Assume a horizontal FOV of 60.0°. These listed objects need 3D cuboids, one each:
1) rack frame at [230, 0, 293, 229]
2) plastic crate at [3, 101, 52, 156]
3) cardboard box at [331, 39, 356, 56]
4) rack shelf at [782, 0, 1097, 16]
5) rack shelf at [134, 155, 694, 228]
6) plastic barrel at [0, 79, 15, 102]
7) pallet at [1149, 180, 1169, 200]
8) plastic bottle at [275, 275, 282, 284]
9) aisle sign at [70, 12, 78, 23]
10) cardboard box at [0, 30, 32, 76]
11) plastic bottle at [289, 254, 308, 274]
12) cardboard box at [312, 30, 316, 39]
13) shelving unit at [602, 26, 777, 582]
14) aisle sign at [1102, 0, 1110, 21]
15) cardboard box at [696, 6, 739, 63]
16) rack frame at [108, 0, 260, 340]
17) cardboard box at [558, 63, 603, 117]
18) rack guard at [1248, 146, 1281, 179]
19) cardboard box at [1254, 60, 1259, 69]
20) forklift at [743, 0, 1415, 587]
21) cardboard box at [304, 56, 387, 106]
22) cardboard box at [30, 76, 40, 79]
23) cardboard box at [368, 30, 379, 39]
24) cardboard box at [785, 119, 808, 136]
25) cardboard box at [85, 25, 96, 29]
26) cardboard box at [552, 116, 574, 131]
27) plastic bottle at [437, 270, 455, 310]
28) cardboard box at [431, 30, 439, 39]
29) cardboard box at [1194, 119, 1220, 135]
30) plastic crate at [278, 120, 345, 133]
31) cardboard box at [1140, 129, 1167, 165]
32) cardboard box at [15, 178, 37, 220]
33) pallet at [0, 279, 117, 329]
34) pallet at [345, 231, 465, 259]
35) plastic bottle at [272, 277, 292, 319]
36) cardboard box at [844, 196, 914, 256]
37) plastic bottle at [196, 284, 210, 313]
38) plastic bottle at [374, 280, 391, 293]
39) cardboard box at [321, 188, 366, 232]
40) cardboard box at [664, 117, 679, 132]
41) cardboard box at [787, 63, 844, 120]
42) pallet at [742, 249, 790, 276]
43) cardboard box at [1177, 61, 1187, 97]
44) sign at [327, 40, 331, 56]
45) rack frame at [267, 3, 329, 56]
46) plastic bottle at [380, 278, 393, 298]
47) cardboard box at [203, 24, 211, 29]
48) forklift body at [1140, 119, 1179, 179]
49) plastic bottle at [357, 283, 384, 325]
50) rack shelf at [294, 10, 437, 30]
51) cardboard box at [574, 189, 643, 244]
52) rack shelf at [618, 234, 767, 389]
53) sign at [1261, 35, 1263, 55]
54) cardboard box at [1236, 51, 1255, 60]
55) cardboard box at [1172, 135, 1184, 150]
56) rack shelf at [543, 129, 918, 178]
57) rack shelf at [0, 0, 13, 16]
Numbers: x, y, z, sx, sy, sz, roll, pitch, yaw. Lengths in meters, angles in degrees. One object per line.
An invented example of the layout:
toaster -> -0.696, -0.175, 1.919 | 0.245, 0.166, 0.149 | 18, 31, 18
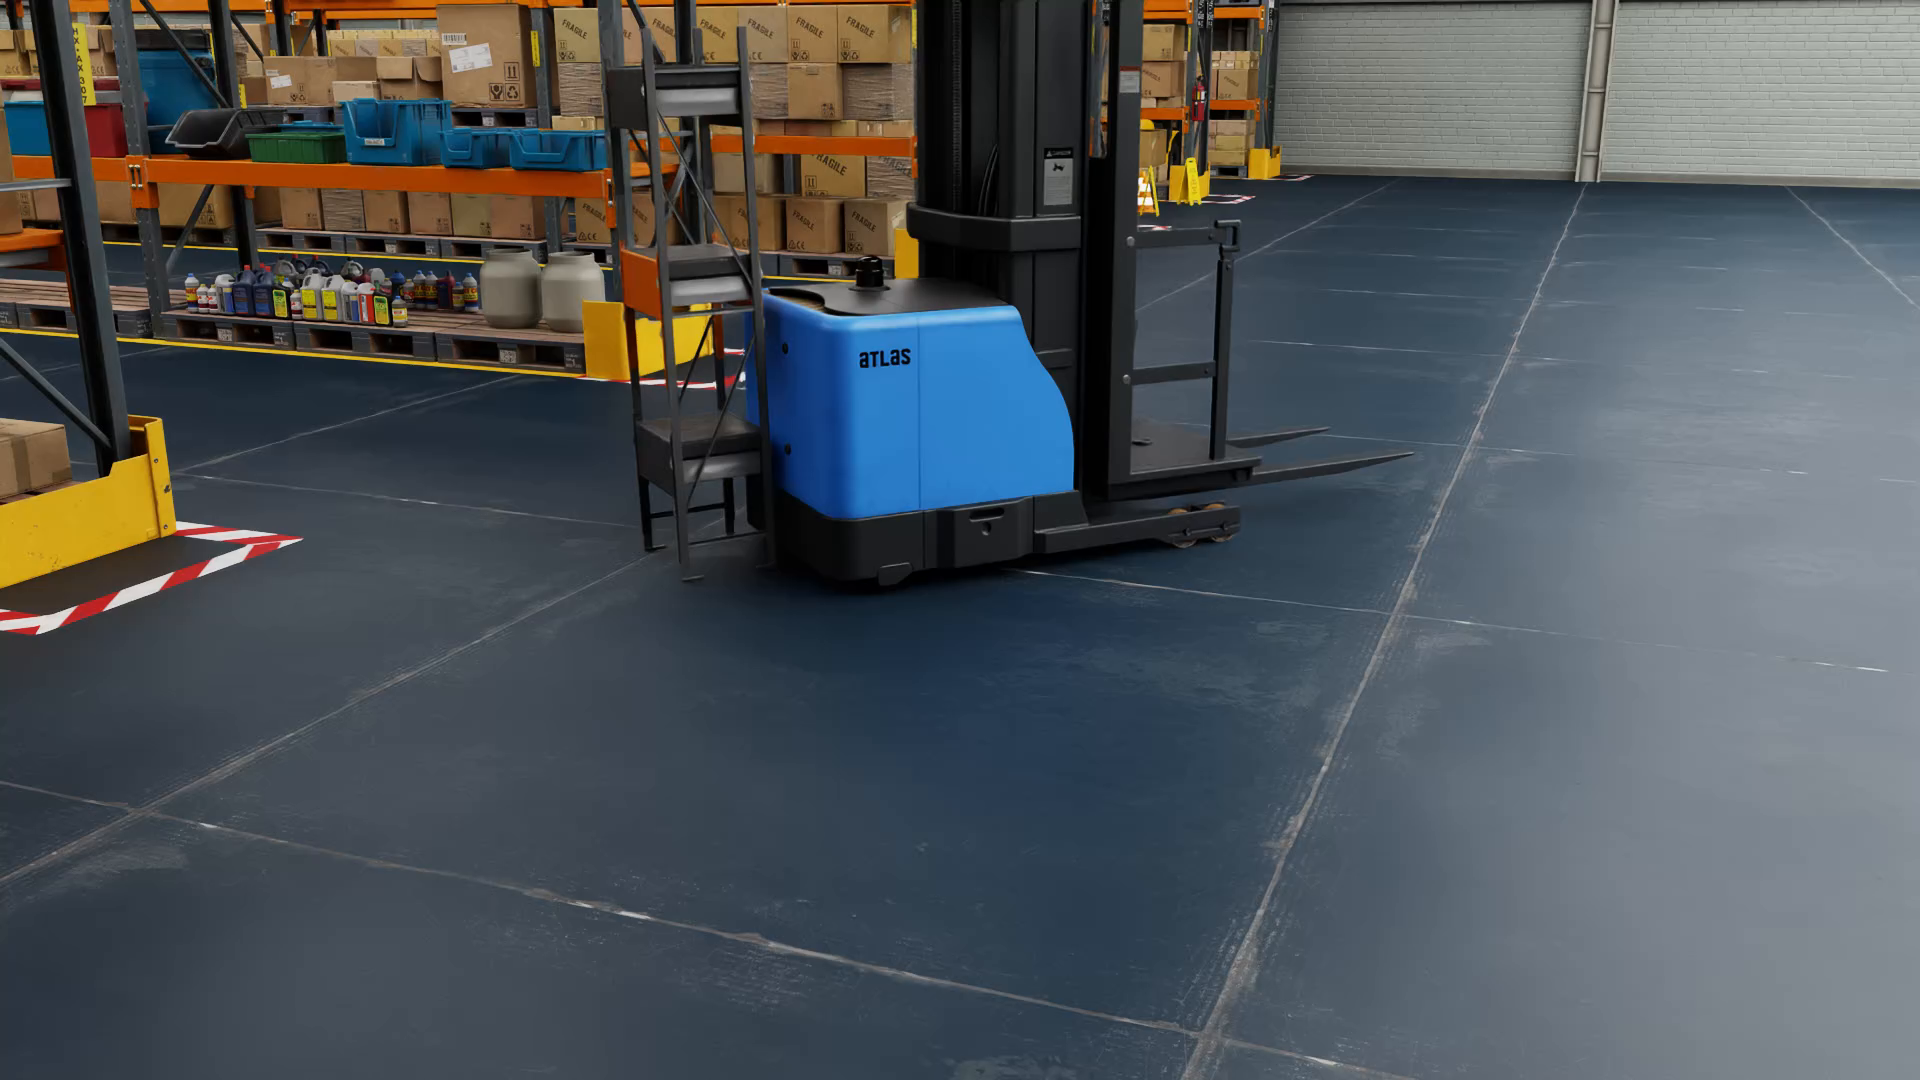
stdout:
rack frame -> -7.617, -4.738, 18.115 | 0.127, 3.000, 1.000 | 6, 17, 21
plastic crate -> -6.854, -3.069, 12.394 | 0.575, 0.384, 0.392 | 6, 17, 21
cardboard box -> -10.598, -8.481, 29.035 | 0.500, 0.500, 0.500 | 6, 17, 19
rack shelf -> -0.122, -6.496, 20.079 | 4.000, 0.370, 1.077 | 6, 17, 21
rack shelf -> -3.853, -2.495, 11.677 | 4.000, 0.370, 1.077 | 6, 17, 21
plastic barrel -> -7.608, -3.384, 13.206 | 0.433, 0.535, 0.433 | 0, 16, 0
pallet -> 2.647, -5.251, 24.883 | 1.213, 0.211, 1.003 | 6, 17, 21
plastic bottle -> -4.936, -1.772, 12.002 | 0.097, 0.271, 0.097 | 0, 16, 0
aisle sign -> -13.323, -8.011, 24.725 | 0.004, 0.787, 0.394 | 6, 17, 21
cardboard box -> -10.741, -5.614, 19.153 | 0.637, 0.503, 0.797 | 6, 17, 19
plastic bottle -> -5.009, -1.993, 12.620 | 0.185, 0.351, 0.144 | 6, 17, 19
cardboard box -> -11.195, -8.859, 29.171 | 0.250, 0.149, 0.380 | 7, 17, 22
shelving unit -> -1.063, -0.930, 6.591 | 0.431, 2.100, 0.503 | -10, 19, -26
aisle sign -> 1.695, -6.360, 19.037 | 0.004, 0.787, 0.394 | 6, 17, 21
cardboard box -> -2.171, -4.738, 15.608 | 0.500, 0.500, 0.500 | 6, 17, 21
rack frame -> -5.714, -3.045, 12.281 | 0.127, 3.000, 1.000 | 6, 17, 21
cardboard box -> -3.500, -4.458, 16.437 | 0.500, 0.500, 0.875 | 6, 17, 21
rack guard -> 5.301, -6.575, 28.926 | 0.348, 0.500, 1.175 | 6, 17, 21
cardboard box -> 5.058, -8.239, 28.832 | 0.250, 0.149, 0.380 | 6, 17, 19
forklift -> 0.633, -1.494, 7.063 | 3.031, 2.935, 1.130 | -8, 18, -26
cardboard box -> -6.544, -4.912, 17.781 | 0.500, 0.500, 0.700 | 9, 19, 29
cardboard box -> -10.069, -4.981, 18.772 | 0.500, 0.500, 0.500 | 6, 17, 19
cardboard box -> -9.993, -8.722, 28.701 | 0.250, 0.149, 0.380 | 6, 17, 21
cardboard box -> -1.444, -3.879, 15.605 | 0.250, 0.149, 0.380 | 6, 17, 21
cardboard box -> -12.825, -7.389, 24.740 | 0.500, 0.500, 0.500 | 6, 17, 20
cardboard box -> -3.807, -4.109, 16.397 | 0.250, 0.149, 0.380 | 6, 17, 21
plastic bottle -> -3.769, -1.836, 12.202 | 0.133, 0.283, 0.061 | 7, 17, 22
cardboard box -> -8.781, -8.611, 28.318 | 0.250, 0.149, 0.380 | 6, 17, 20
cardboard box -> 4.259, -7.156, 28.829 | 0.500, 0.250, 0.500 | 7, 17, 22
plastic crate -> -4.584, -2.930, 12.154 | 0.616, 0.251, 0.499 | 6, 17, 21
cardboard box -> 2.790, -5.888, 24.909 | 0.500, 0.500, 0.500 | 6, 17, 19
cardboard box -> -10.736, -4.269, 19.555 | 0.875, 0.875, 1.225 | 6, 17, 21
pallet -> -7.597, -1.900, 13.340 | 1.213, 0.211, 1.003 | 6, 17, 21
pallet -> -5.760, -3.194, 17.796 | 1.213, 0.211, 1.003 | 6, 17, 21
plastic bottle -> -4.801, -1.714, 11.781 | 0.133, 0.283, 0.061 | 7, 18, 23
cardboard box -> -0.750, -2.990, 15.821 | 0.500, 0.500, 0.500 | 10, 19, 31
plastic bottle -> -5.484, -1.755, 12.070 | 0.097, 0.201, 0.097 | 0, 16, 0
plastic bottle -> -4.048, -1.677, 11.653 | 0.133, 0.283, 0.061 | 6, 17, 21
cardboard box -> -6.466, -3.632, 18.000 | 0.500, 0.500, 0.700 | 5, 17, 16
cardboard box -> -2.635, -3.987, 15.978 | 0.250, 0.149, 0.380 | 6, 17, 21
cardboard box -> -1.186, -4.194, 15.528 | 0.500, 0.500, 0.875 | 6, 17, 21
pallet -> -2.120, -2.806, 16.461 | 1.213, 0.211, 1.003 | 6, 17, 21
cardboard box -> 3.122, -6.802, 24.509 | 0.500, 0.500, 0.500 | 6, 17, 20
sign -> -9.224, -7.124, 24.256 | 0.005, 0.325, 0.100 | 6, 17, 21
rack frame -> -9.424, -6.424, 23.920 | 0.127, 3.000, 1.000 | 6, 17, 21
plastic bottle -> -4.260, -1.846, 12.381 | 0.097, 0.201, 0.097 | 0, 16, 0
cardboard box -> -10.444, -7.124, 23.827 | 0.500, 0.500, 0.500 | 6, 17, 19
forklift body -> 2.845, -7.091, 27.742 | 1.214, 2.155, 2.313 | 6, 17, 21
plastic bottle -> -4.086, -1.646, 11.559 | 0.135, 0.276, 0.152 | 6, 17, 21
rack shelf -> -9.563, -9.017, 28.765 | 4.000, 0.370, 1.077 | 6, 17, 21
cardboard box -> -3.539, -3.279, 16.819 | 0.500, 0.500, 0.500 | 6, 17, 19
rack shelf -> -1.062, -0.917, 6.595 | 0.431, 0.518, 0.480 | -10, 19, -26
sign -> 5.067, -8.308, 27.911 | 0.005, 0.325, 0.100 | 6, 17, 21
cardboard box -> 4.868, -8.262, 28.378 | 0.250, 0.149, 0.380 | 6, 17, 21
cardboard box -> 3.761, -6.969, 29.082 | 0.500, 0.250, 0.500 | 6, 17, 19
rack shelf -> -2.036, -3.779, 16.101 | 4.000, 0.370, 1.077 | 6, 17, 21
rack shelf -> -13.199, -6.447, 19.912 | 4.000, 0.370, 1.077 | 6, 17, 21
